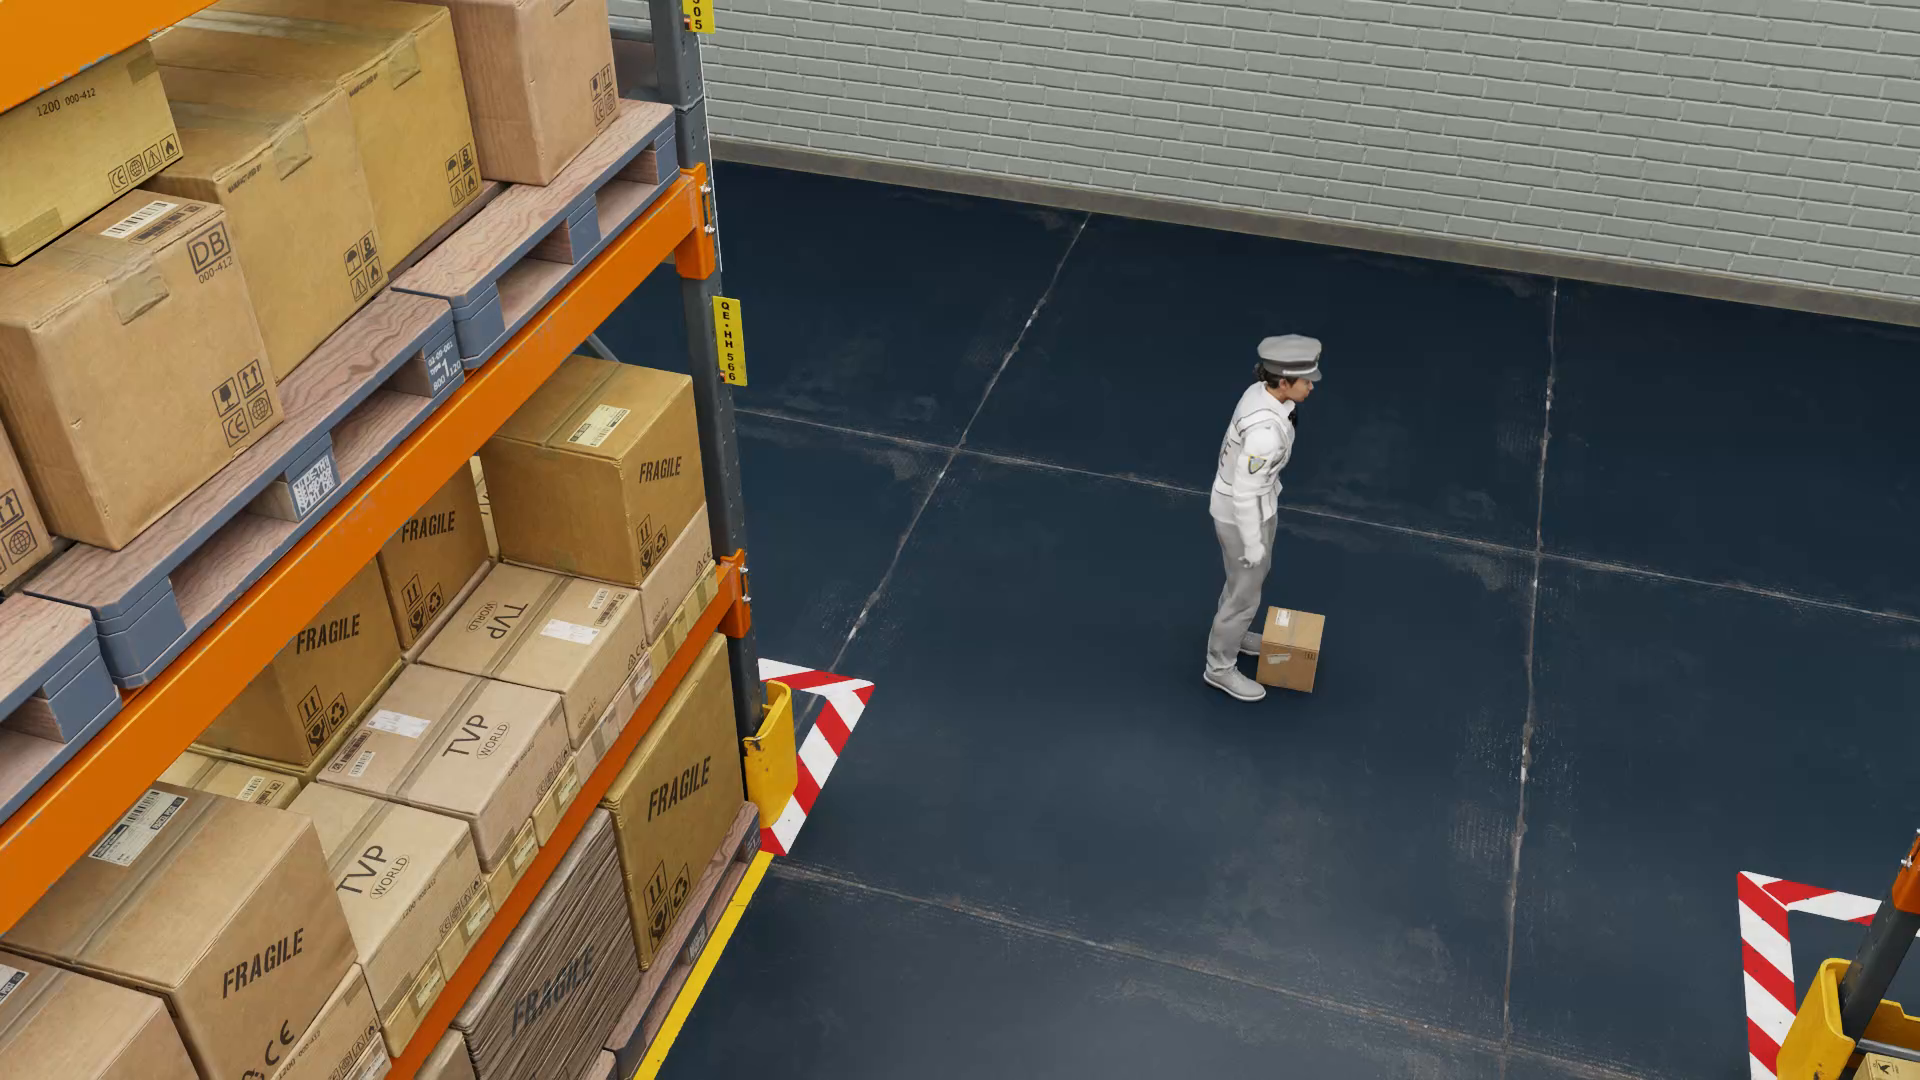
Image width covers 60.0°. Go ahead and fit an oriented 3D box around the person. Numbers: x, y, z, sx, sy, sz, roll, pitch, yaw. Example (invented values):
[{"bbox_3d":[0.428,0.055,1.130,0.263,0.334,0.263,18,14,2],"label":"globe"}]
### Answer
[{"bbox_3d":[1.247,-0.114,7.037,0.379,1.662,0.535,10,38,13],"label":"person"}]
